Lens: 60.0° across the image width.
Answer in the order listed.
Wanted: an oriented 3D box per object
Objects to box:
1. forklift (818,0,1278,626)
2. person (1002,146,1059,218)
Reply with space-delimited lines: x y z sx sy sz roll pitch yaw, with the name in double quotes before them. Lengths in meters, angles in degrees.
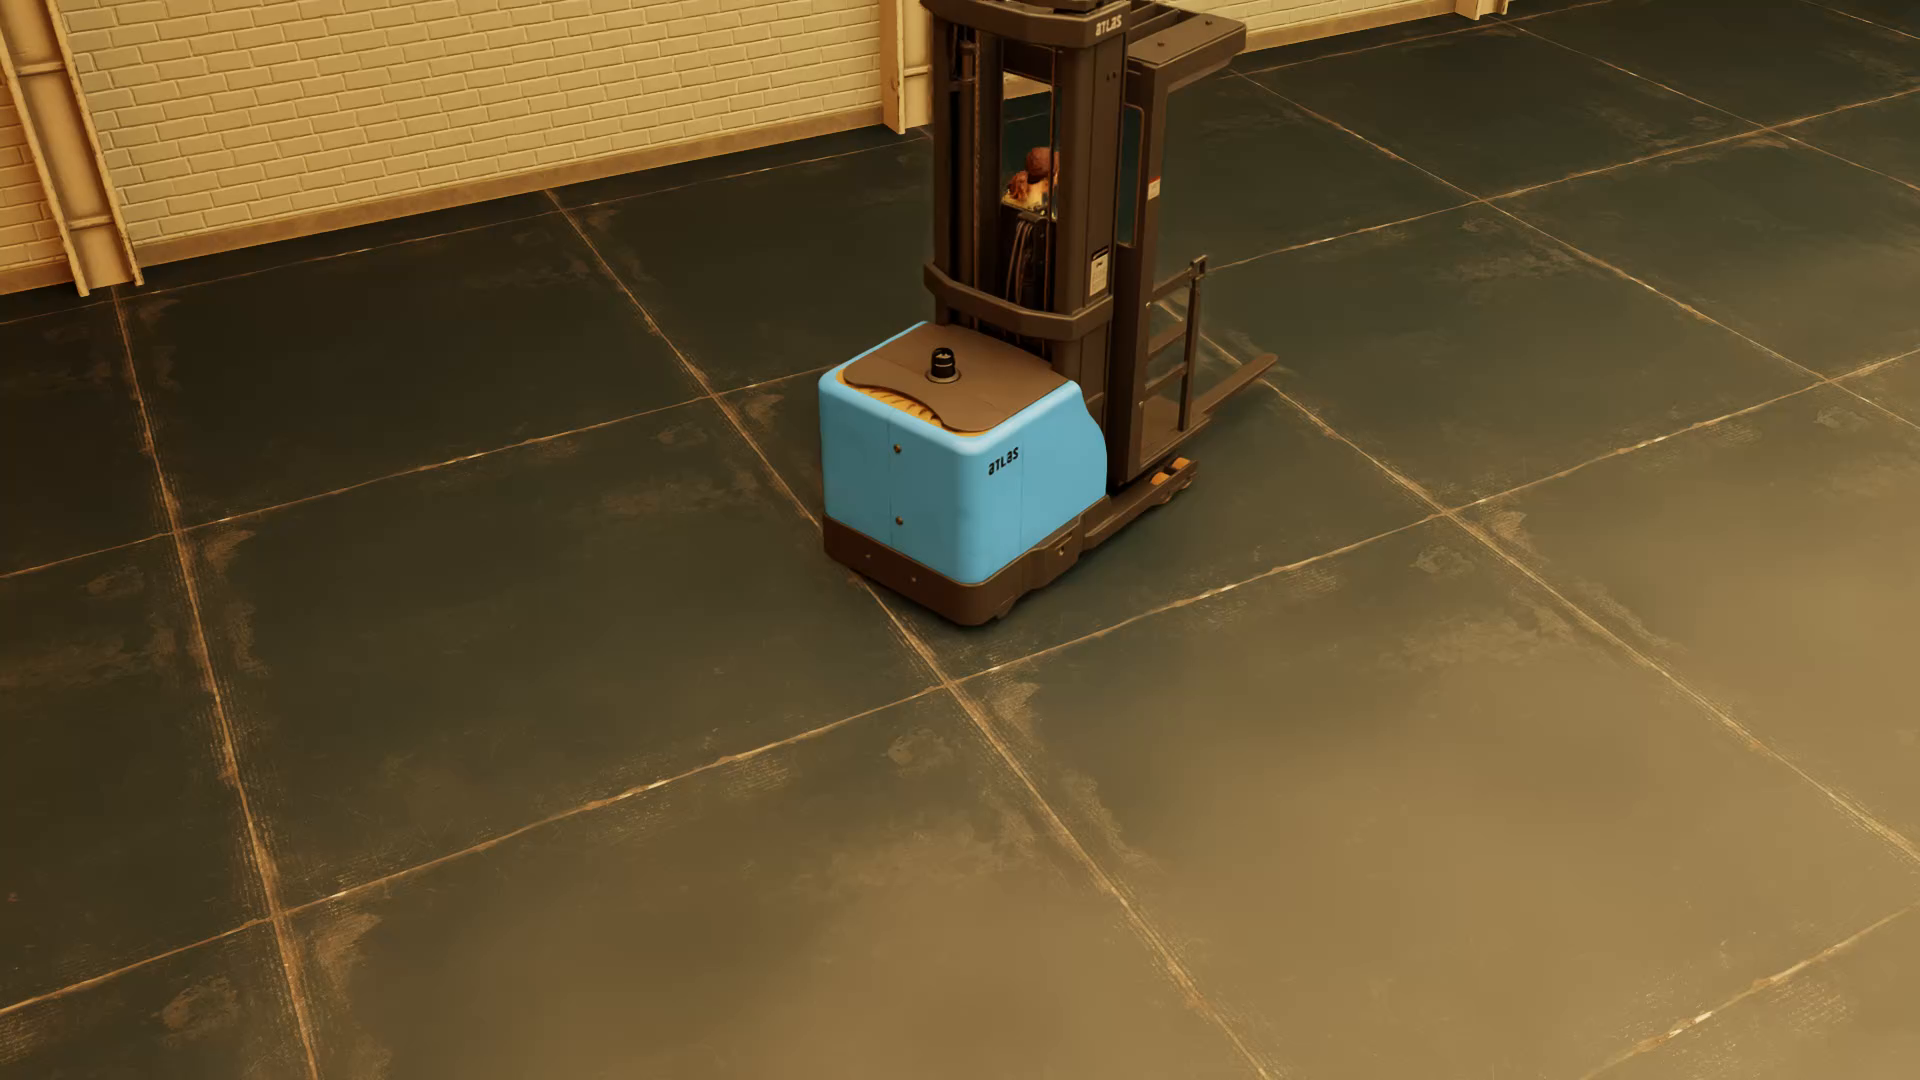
"forklift" 0.645 -1.562 8.333 1.130 2.935 3.031 26 43 32
"person" 0.492 -1.500 9.448 0.897 1.555 0.933 -18 39 -24
